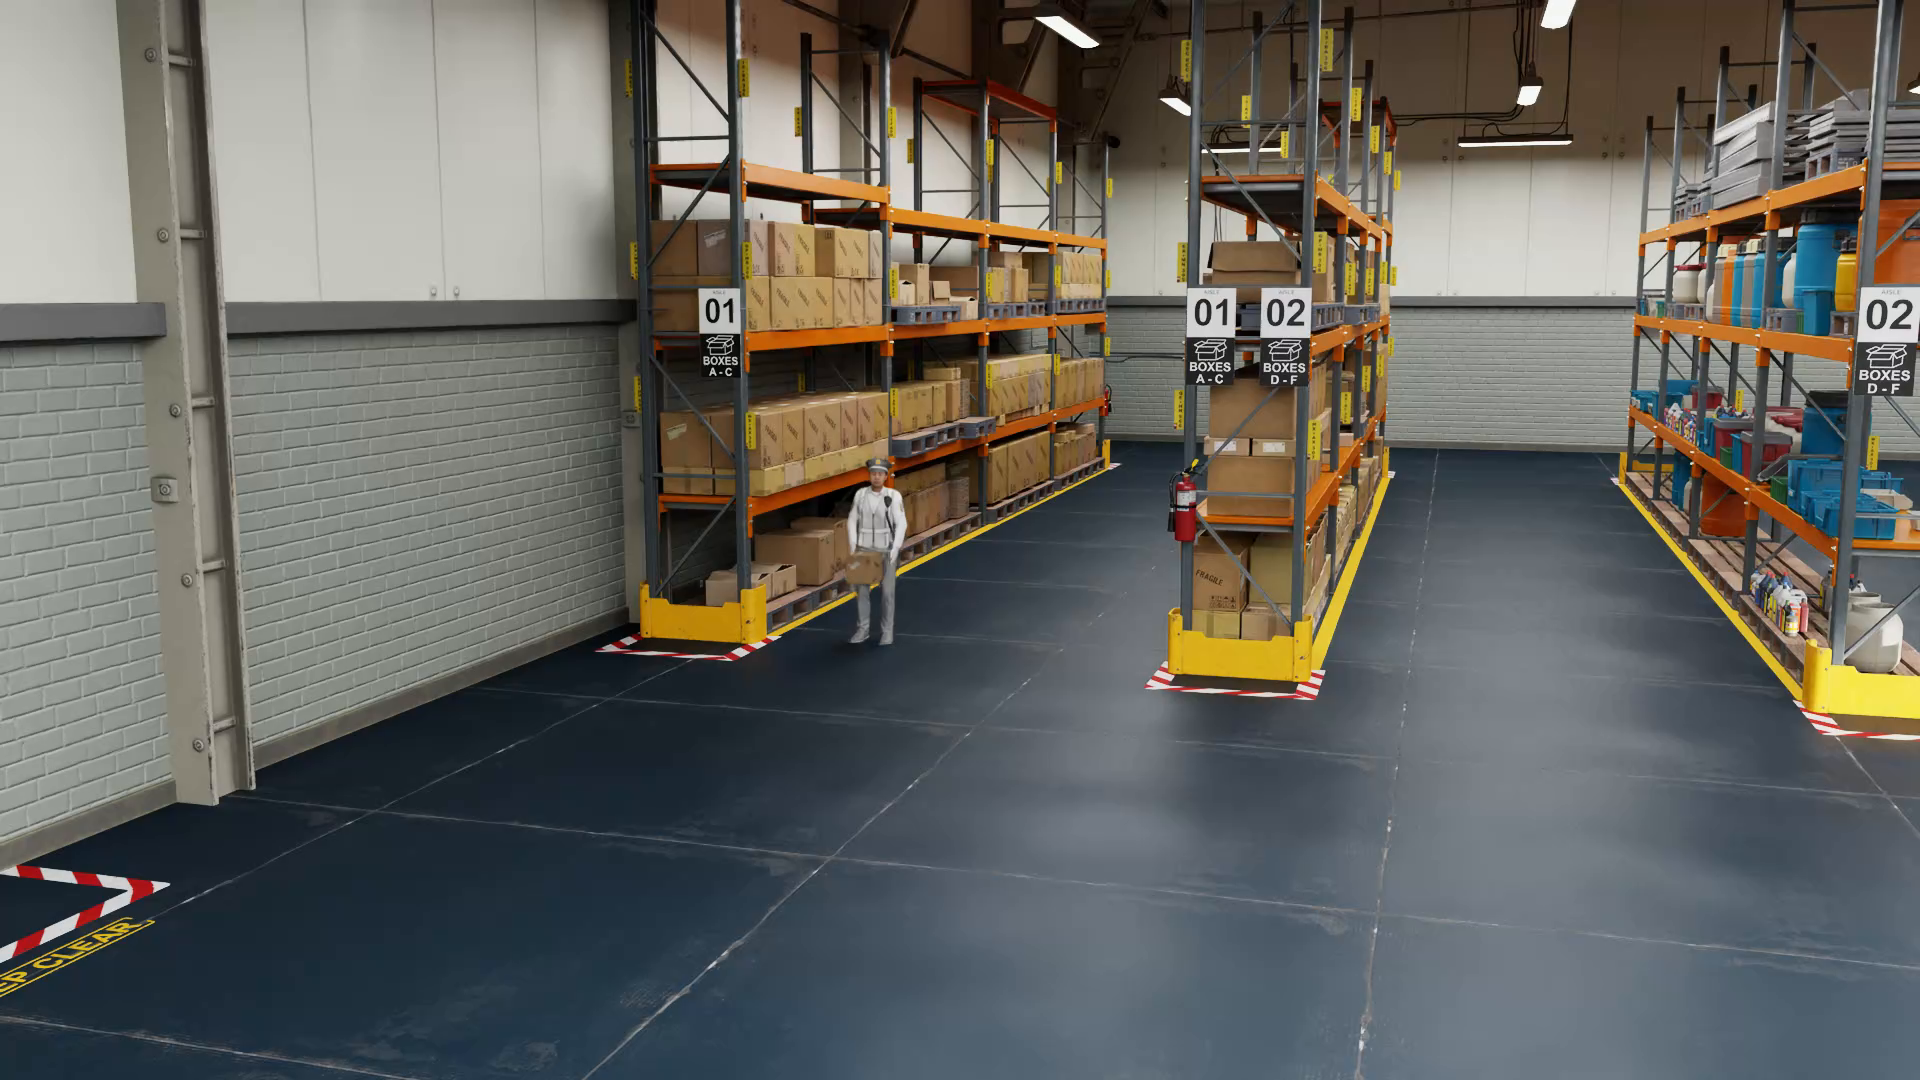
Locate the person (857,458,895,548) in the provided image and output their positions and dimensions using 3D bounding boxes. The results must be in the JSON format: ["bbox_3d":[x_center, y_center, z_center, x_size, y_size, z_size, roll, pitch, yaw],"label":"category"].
[{"bbox_3d":[-0.745,-0.337,15.065,0.370,0.833,0.314,1,9,9],"label":"person"}]
